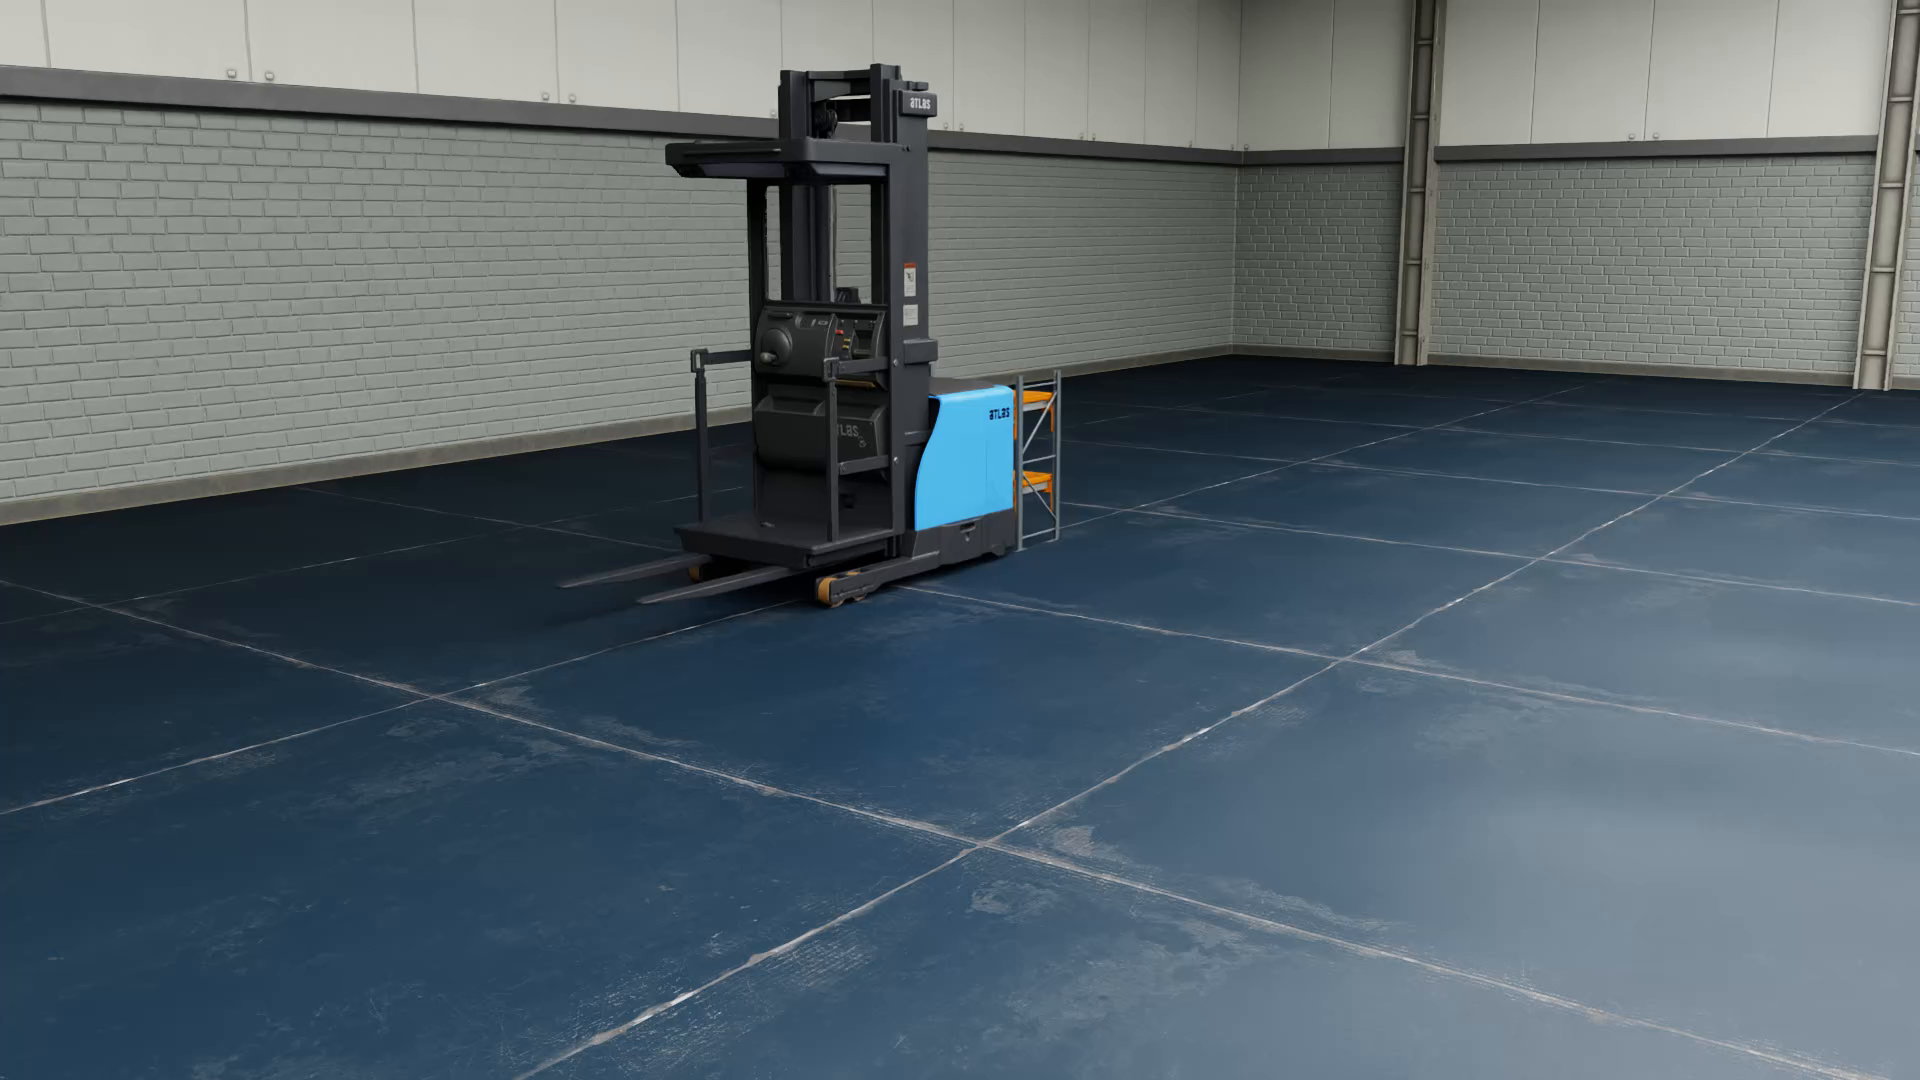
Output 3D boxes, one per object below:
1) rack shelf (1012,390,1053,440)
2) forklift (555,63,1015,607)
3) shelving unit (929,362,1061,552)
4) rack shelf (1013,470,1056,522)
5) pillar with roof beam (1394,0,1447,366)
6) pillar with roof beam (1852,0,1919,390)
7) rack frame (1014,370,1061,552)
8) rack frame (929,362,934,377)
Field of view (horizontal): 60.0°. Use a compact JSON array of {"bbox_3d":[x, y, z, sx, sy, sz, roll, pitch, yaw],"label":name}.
[{"bbox_3d":[0.085,-0.860,10.970,1.000,0.278,0.538,7,13,34],"label":"rack shelf"},{"bbox_3d":[-0.934,-1.175,9.388,1.130,2.935,3.031,8,14,36],"label":"forklift"},{"bbox_3d":[0.085,-0.572,11.025,1.048,1.125,0.538,7,13,34],"label":"shelving unit"},{"bbox_3d":[0.085,-0.332,11.072,1.000,0.278,0.538,7,13,34],"label":"rack shelf"},{"bbox_3d":[4.048,-6.332,20.069,0.400,9.000,9.100,8,13,36],"label":"pillar with roof beam"},{"bbox_3d":[8.884,-5.658,16.583,0.400,9.000,9.100,8,13,36],"label":"pillar with roof beam"},{"bbox_3d":[0.503,-0.517,10.742,0.032,1.125,0.500,7,13,34],"label":"rack frame"},{"bbox_3d":[-0.334,-0.627,11.309,0.032,1.125,0.500,7,13,34],"label":"rack frame"}]
